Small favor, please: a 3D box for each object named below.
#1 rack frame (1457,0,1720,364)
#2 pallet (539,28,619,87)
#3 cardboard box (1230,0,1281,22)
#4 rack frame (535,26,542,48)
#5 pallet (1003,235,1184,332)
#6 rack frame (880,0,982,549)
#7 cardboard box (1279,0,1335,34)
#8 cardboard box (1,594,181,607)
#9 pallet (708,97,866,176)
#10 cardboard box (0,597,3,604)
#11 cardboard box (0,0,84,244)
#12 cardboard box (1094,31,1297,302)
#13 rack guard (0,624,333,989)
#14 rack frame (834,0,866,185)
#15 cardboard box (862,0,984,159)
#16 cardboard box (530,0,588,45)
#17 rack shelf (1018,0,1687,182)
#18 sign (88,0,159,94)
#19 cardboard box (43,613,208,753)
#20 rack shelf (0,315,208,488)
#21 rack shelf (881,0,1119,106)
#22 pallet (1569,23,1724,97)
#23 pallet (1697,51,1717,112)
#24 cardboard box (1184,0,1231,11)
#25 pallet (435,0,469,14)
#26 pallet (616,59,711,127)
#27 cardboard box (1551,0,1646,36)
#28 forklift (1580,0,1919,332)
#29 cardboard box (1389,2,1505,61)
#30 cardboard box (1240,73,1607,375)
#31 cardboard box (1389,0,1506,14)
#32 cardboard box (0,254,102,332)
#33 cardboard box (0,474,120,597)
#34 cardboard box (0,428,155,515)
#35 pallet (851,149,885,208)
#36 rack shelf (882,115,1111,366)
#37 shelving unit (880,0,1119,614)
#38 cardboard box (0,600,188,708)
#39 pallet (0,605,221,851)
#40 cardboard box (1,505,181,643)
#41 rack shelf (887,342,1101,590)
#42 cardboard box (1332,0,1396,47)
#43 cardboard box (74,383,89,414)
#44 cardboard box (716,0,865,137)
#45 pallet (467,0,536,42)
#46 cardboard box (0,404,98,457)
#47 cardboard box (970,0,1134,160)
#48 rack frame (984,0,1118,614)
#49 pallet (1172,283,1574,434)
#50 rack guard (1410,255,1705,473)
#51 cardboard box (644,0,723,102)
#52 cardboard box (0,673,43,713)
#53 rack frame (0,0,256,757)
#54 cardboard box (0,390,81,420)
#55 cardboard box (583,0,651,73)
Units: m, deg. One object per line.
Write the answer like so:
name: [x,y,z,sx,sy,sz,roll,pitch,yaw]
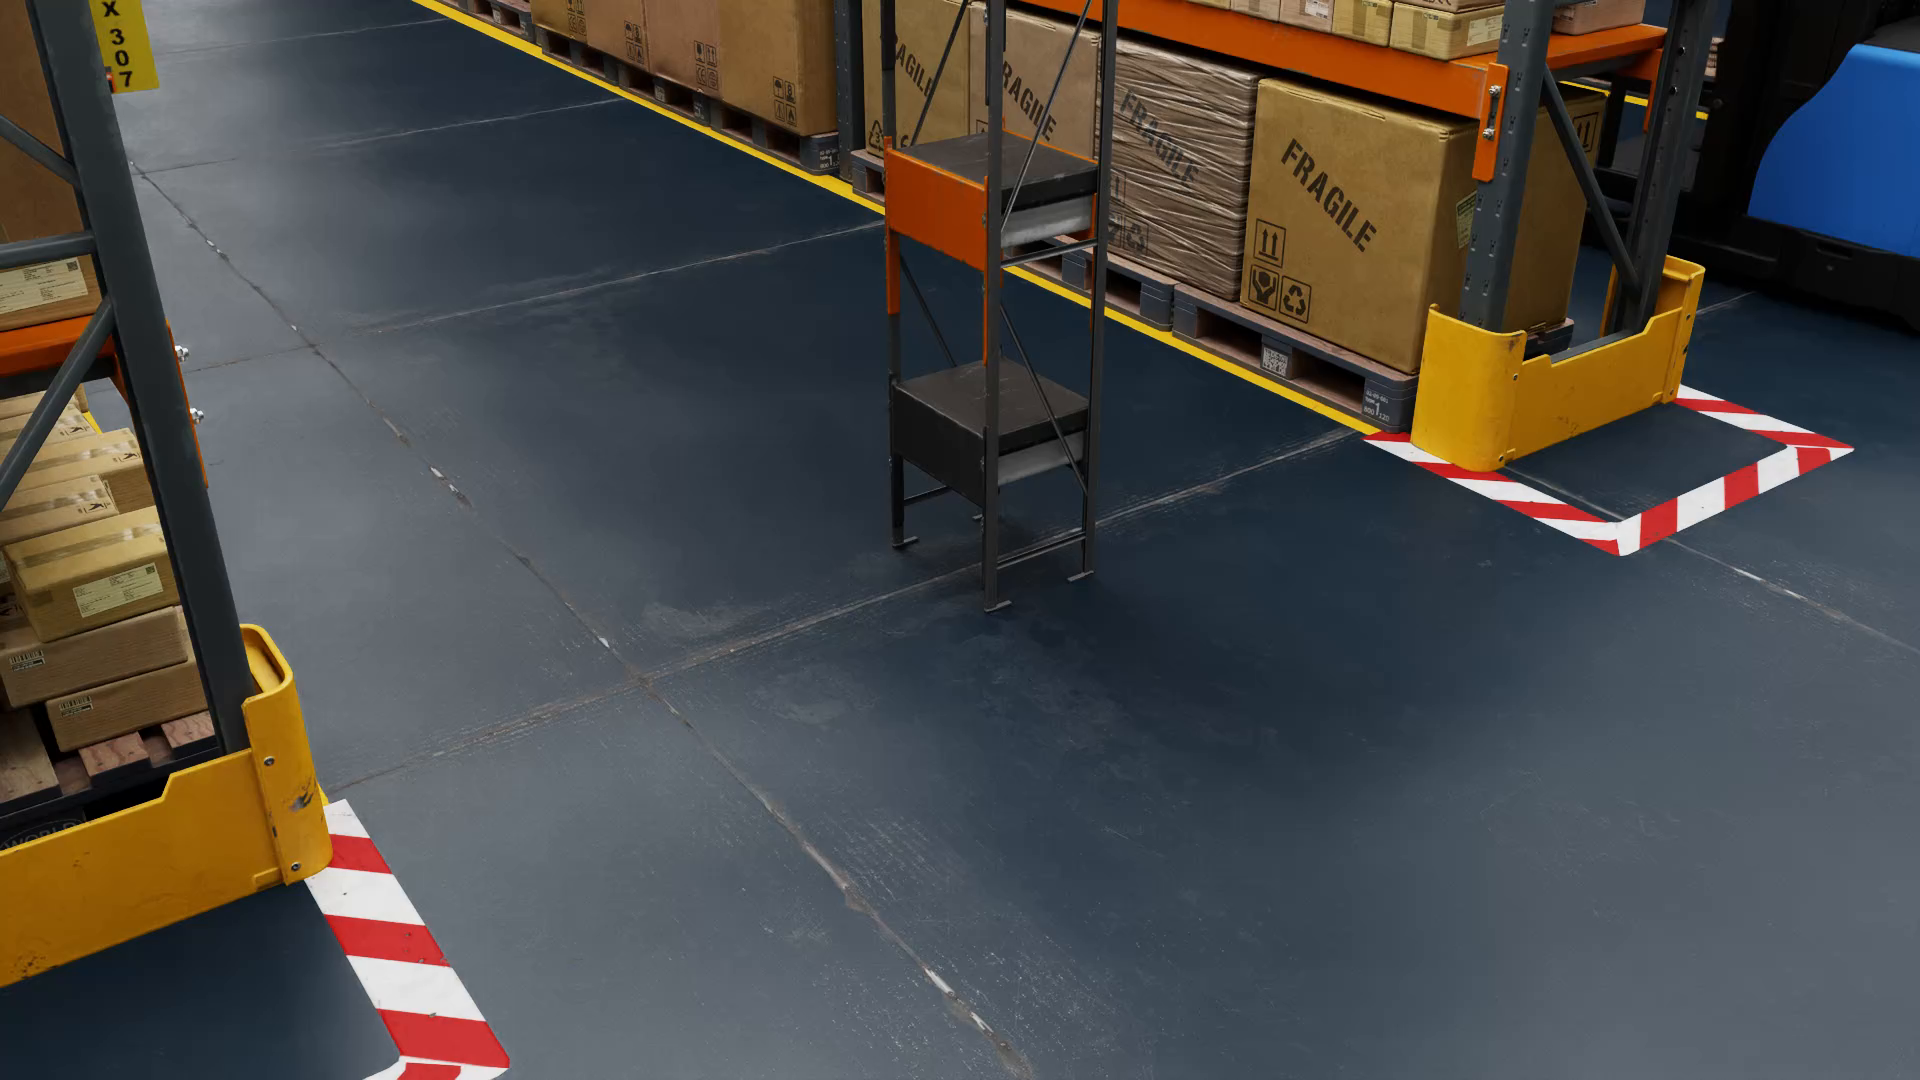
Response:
rack frame: [2.130,-1.773,5.371,1.000,3.000,0.127,-19,34,-31]
pallet: [-2.115,-3.330,11.160,1.003,0.211,1.213,-19,34,-31]
cardboard box: [1.213,-2.006,6.064,0.380,0.149,0.250,-18,33,-30]
rack frame: [-2.511,-4.883,11.098,1.000,3.000,0.127,-19,34,-31]
pallet: [0.899,-1.310,7.442,1.003,0.211,1.213,-19,34,-31]
rack frame: [-0.046,-0.953,4.805,0.400,2.100,0.015,-19,34,-31]
cardboard box: [1.357,-1.909,5.885,0.380,0.149,0.250,-19,34,-31]
cardboard box: [-2.177,0.102,4.155,0.380,0.149,0.250,-19,34,-31]
pallet: [-0.699,-2.381,9.414,1.003,0.211,1.213,-19,34,-31]
cardboard box: [-2.391,0.031,4.285,0.380,0.149,0.250,-18,33,-30]
cardboard box: [-2.005,-0.865,3.283,0.500,0.500,0.500,-17,33,-28]
cardboard box: [1.165,-1.604,6.847,0.875,0.875,0.875,-19,34,-31]
rack guard: [-2.013,0.630,3.566,1.175,0.500,0.348,-19,34,-31]
rack frame: [-0.190,-3.328,8.234,1.000,3.000,0.127,-19,34,-31]
cardboard box: [0.127,-2.300,8.128,0.875,0.875,0.875,-19,34,-31]
cardboard box: [-2.127,-3.860,11.000,1.225,0.875,0.875,-21,35,-33]
rack shelf: [0.970,-2.234,6.974,1.077,0.370,4.000,-19,34,-31]
sign: [-1.527,-0.970,2.985,0.100,0.325,0.005,-19,34,-31]
cardboard box: [-2.012,0.337,4.034,0.380,0.149,0.250,-18,33,-30]
rack shelf: [-3.129,-0.900,4.519,1.077,0.370,4.000,-19,34,-31]
rack shelf: [0.096,-1.461,4.303,0.431,0.518,0.480,-19,34,-31]
pallet: [4.302,-3.198,10.918,1.003,0.211,1.213,-19,34,-31]
pallet: [5.014,-2.724,10.044,1.003,0.211,1.213,-19,34,-31]
cardboard box: [1.061,-2.106,6.249,0.380,0.149,0.250,-20,34,-32]
pallet: [-3.666,-4.436,13.196,1.003,0.211,1.213,-19,34,-31]
pallet: [-1.411,-2.856,10.288,1.003,0.211,1.213,-19,34,-31]
cardboard box: [2.193,-1.892,5.853,0.380,0.149,0.250,-18,33,-30]
forklift: [3.525,-2.739,7.223,1.130,2.935,3.031,-20,34,-33]
cardboard box: [1.655,-1.710,5.518,0.380,0.149,0.250,-18,33,-30]
cardboard box: [1.693,-1.250,6.195,0.875,0.875,0.875,-19,34,-31]
cardboard box: [1.632,-1.952,5.548,0.500,0.250,0.500,-19,34,-31]
cardboard box: [-1.890,-0.545,3.374,0.380,0.149,0.250,-19,34,-31]
cardboard box: [-2.254,-0.004,4.038,0.380,0.149,0.250,-18,33,-30]
cardboard box: [-2.296,-0.137,4.283,0.380,0.149,0.250,-19,34,-31]
pallet: [0.187,-1.785,8.316,1.003,0.211,1.213,-19,34,-31]
rack shelf: [0.096,-0.846,4.637,0.431,0.518,0.480,-19,34,-31]
shelving unit: [0.096,-0.858,4.630,0.431,2.100,0.503,-19,34,-31]
cardboard box: [-2.064,0.224,3.930,0.380,0.149,0.250,-17,33,-29]
pallet: [-2.456,0.431,4.235,1.003,0.211,1.213,-19,34,-31]
cardboard box: [-1.996,0.070,3.902,0.380,0.149,0.250,-21,35,-33]
rack shelf: [0.096,-0.231,4.971,0.431,0.518,0.480,-19,34,-31]
cardboard box: [1.503,-1.810,5.703,0.380,0.149,0.250,-18,33,-30]
cardboard box: [-2.776,-0.436,4.834,0.380,0.149,0.250,-18,33,-30]
cardboard box: [-0.578,-2.822,9.089,1.225,0.875,0.875,-19,34,-30]
pallet: [-2.963,-3.962,12.323,1.003,0.211,1.213,-19,34,-31]
cardboard box: [-2.507,-0.211,4.419,0.380,0.149,0.250,-21,35,-33]
cardboard box: [0.649,-1.950,7.484,0.875,0.875,0.875,-19,34,-31]
rack frame: [0.238,-0.763,4.456,0.400,2.100,0.015,-19,34,-31]
pallet: [1.602,-0.836,6.569,1.003,0.211,1.213,-19,34,-31]
rack guard: [2.144,-0.665,5.951,1.175,0.500,0.348,-19,34,-31]
cardboard box: [-1.097,-3.169,9.728,1.225,0.875,0.875,-20,34,-32]
cardboard box: [-2.231,0.258,4.179,0.380,0.149,0.250,-19,34,-31]
rack frame: [-1.969,-0.439,2.915,1.000,3.000,0.127,-19,34,-31]
cardboard box: [-2.660,-0.321,4.622,0.380,0.149,0.250,-17,33,-29]
cardboard box: [-1.617,-3.511,10.358,1.225,0.875,0.875,-19,34,-30]
